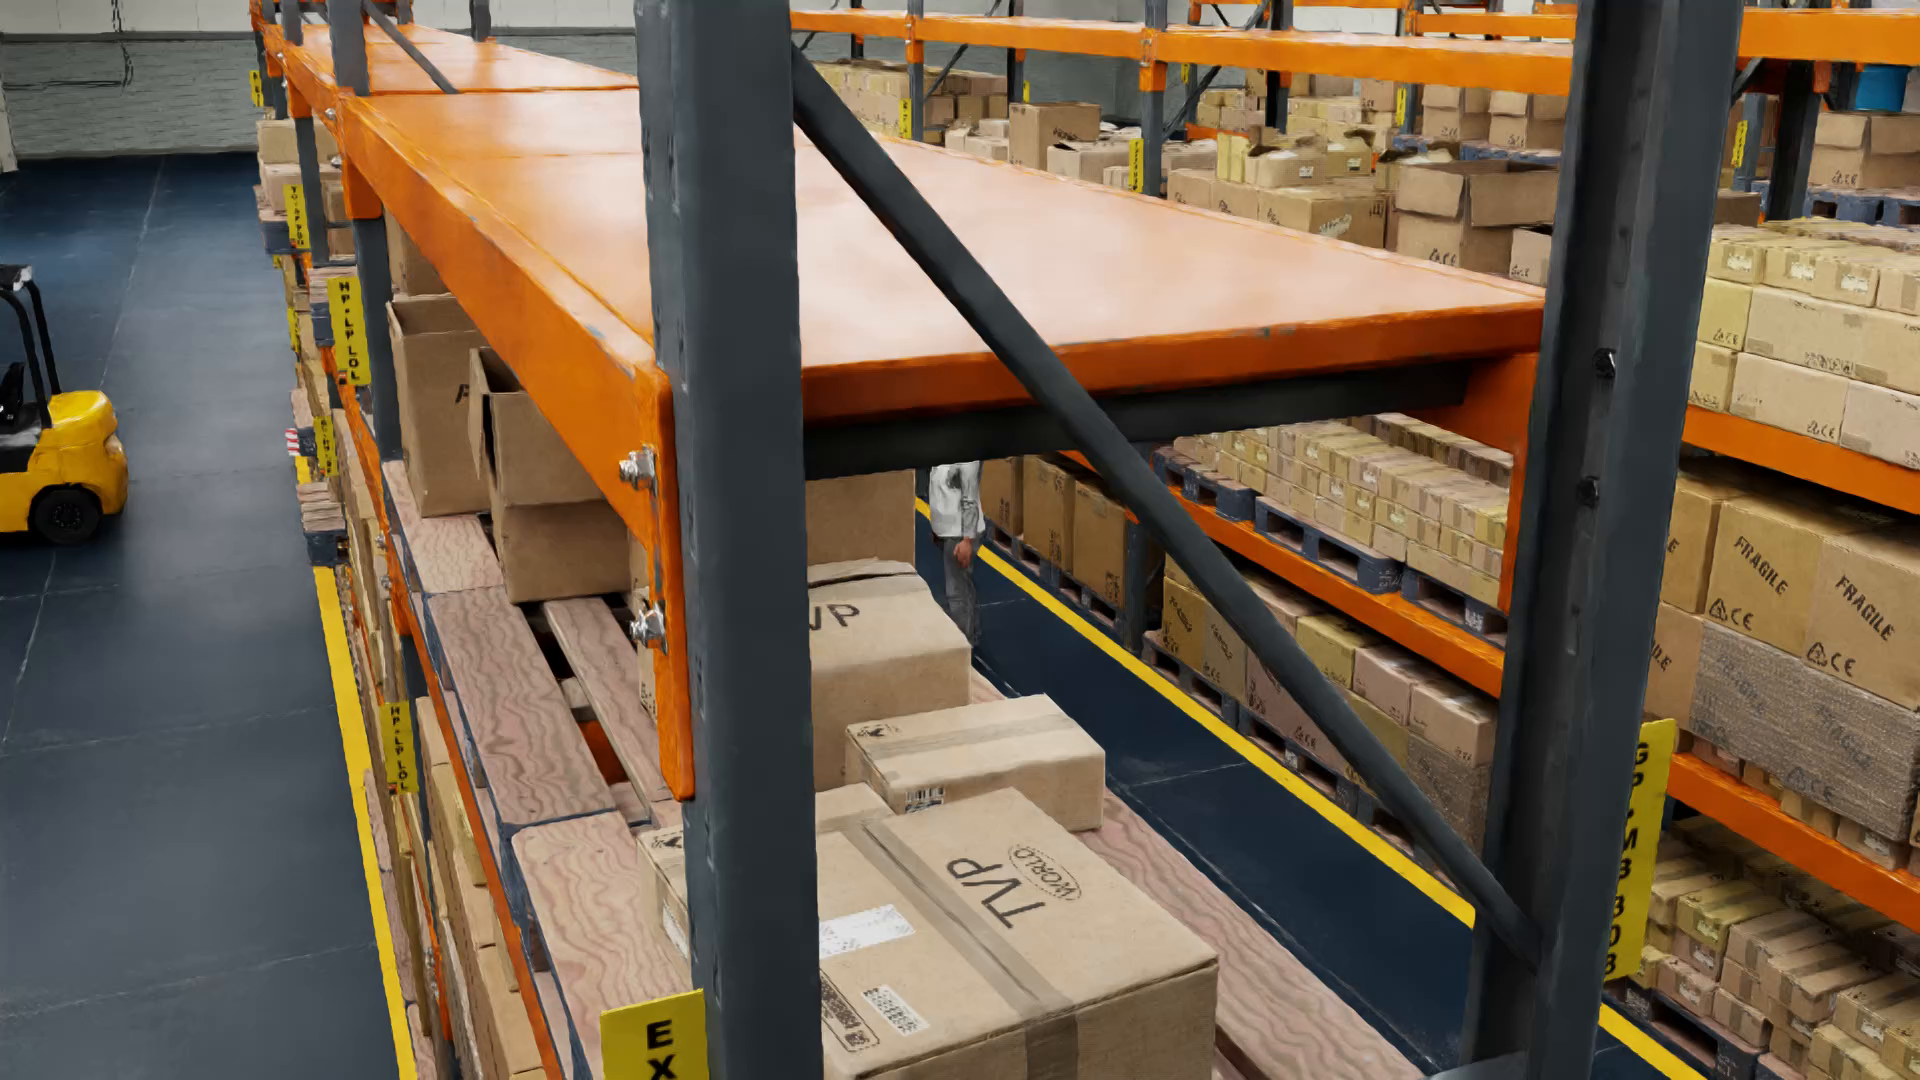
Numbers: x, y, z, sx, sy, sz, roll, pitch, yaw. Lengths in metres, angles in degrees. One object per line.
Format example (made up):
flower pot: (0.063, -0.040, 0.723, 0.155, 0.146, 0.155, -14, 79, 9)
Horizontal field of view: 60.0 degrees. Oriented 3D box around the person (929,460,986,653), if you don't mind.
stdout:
person: (-0.034, -0.067, 11.137, 0.412, 1.773, 0.642, -4, 19, -10)
